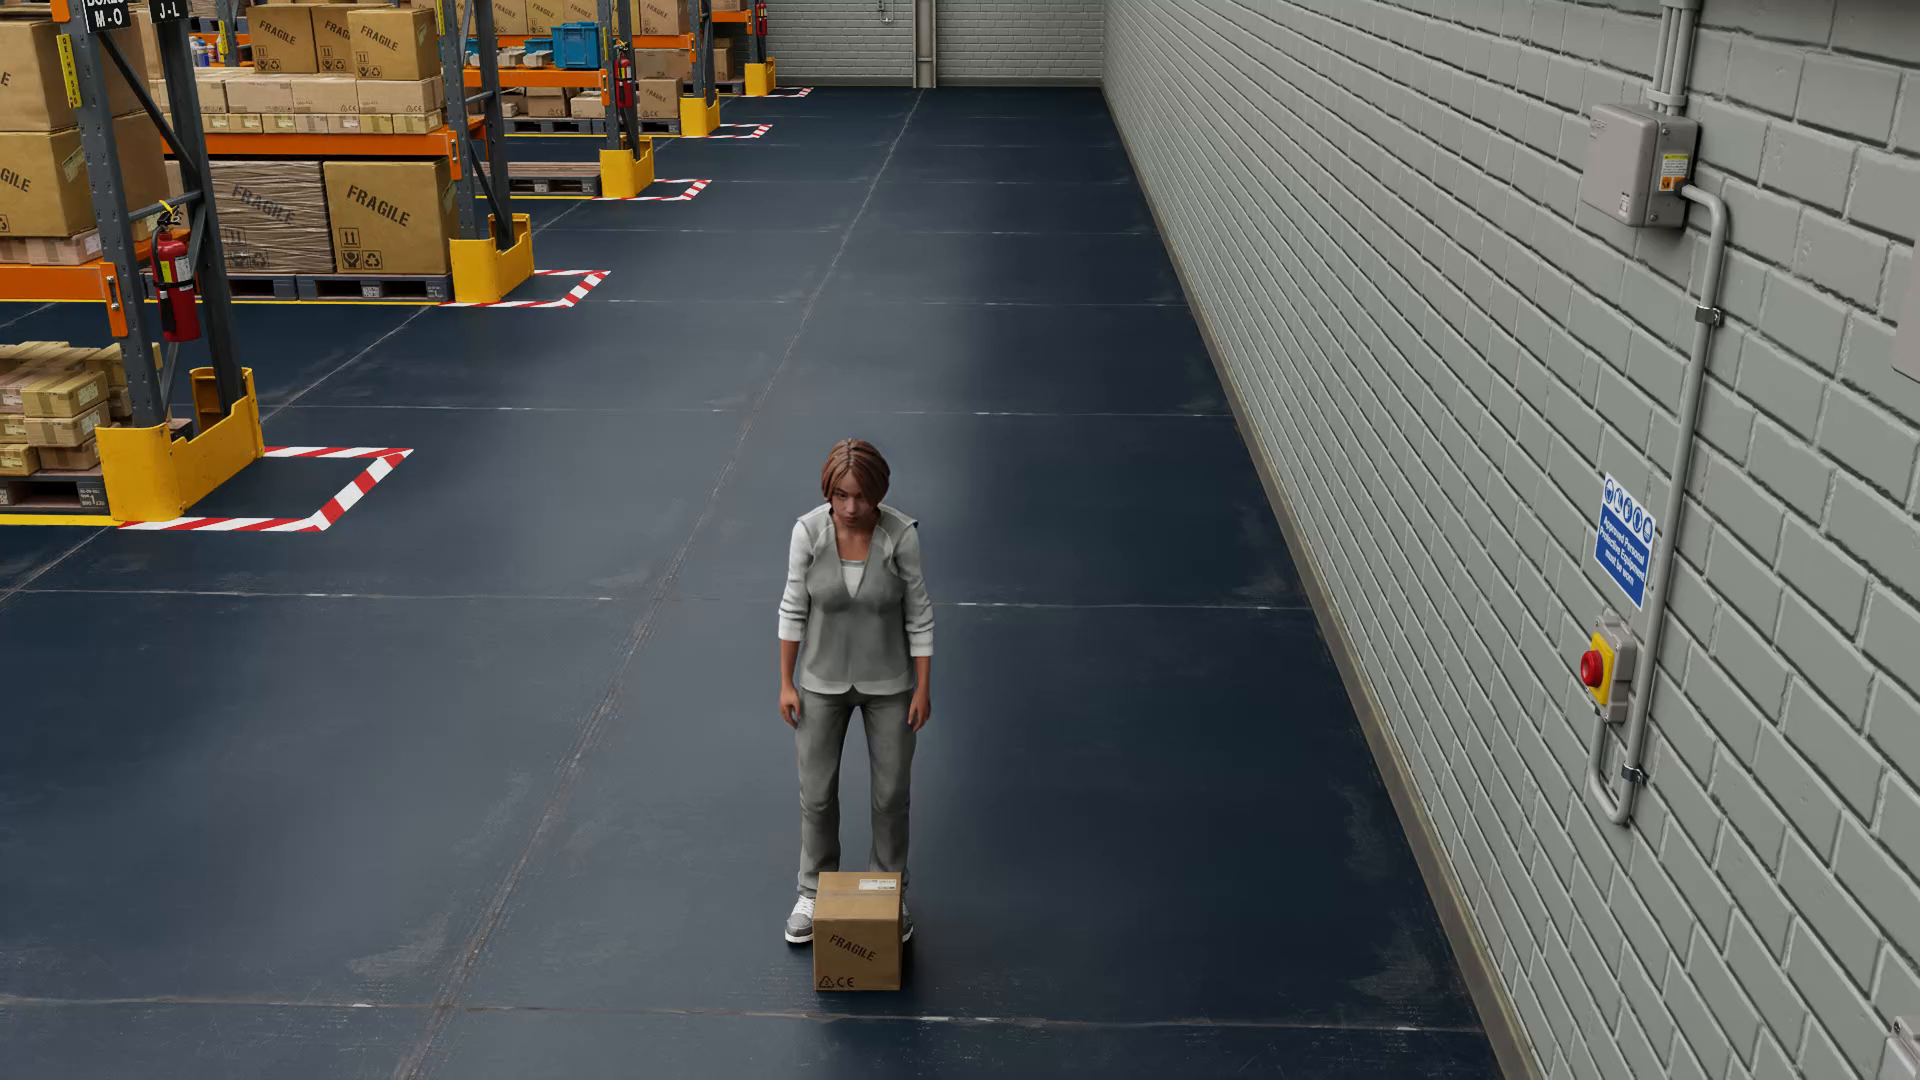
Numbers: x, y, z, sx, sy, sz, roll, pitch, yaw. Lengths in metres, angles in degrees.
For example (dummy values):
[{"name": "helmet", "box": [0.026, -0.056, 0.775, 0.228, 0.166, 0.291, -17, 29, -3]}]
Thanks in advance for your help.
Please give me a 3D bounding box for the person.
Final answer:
[{"name": "person", "box": [-0.305, 0.448, 4.936, 0.460, 1.592, 0.344, 1, 21, 2]}]
